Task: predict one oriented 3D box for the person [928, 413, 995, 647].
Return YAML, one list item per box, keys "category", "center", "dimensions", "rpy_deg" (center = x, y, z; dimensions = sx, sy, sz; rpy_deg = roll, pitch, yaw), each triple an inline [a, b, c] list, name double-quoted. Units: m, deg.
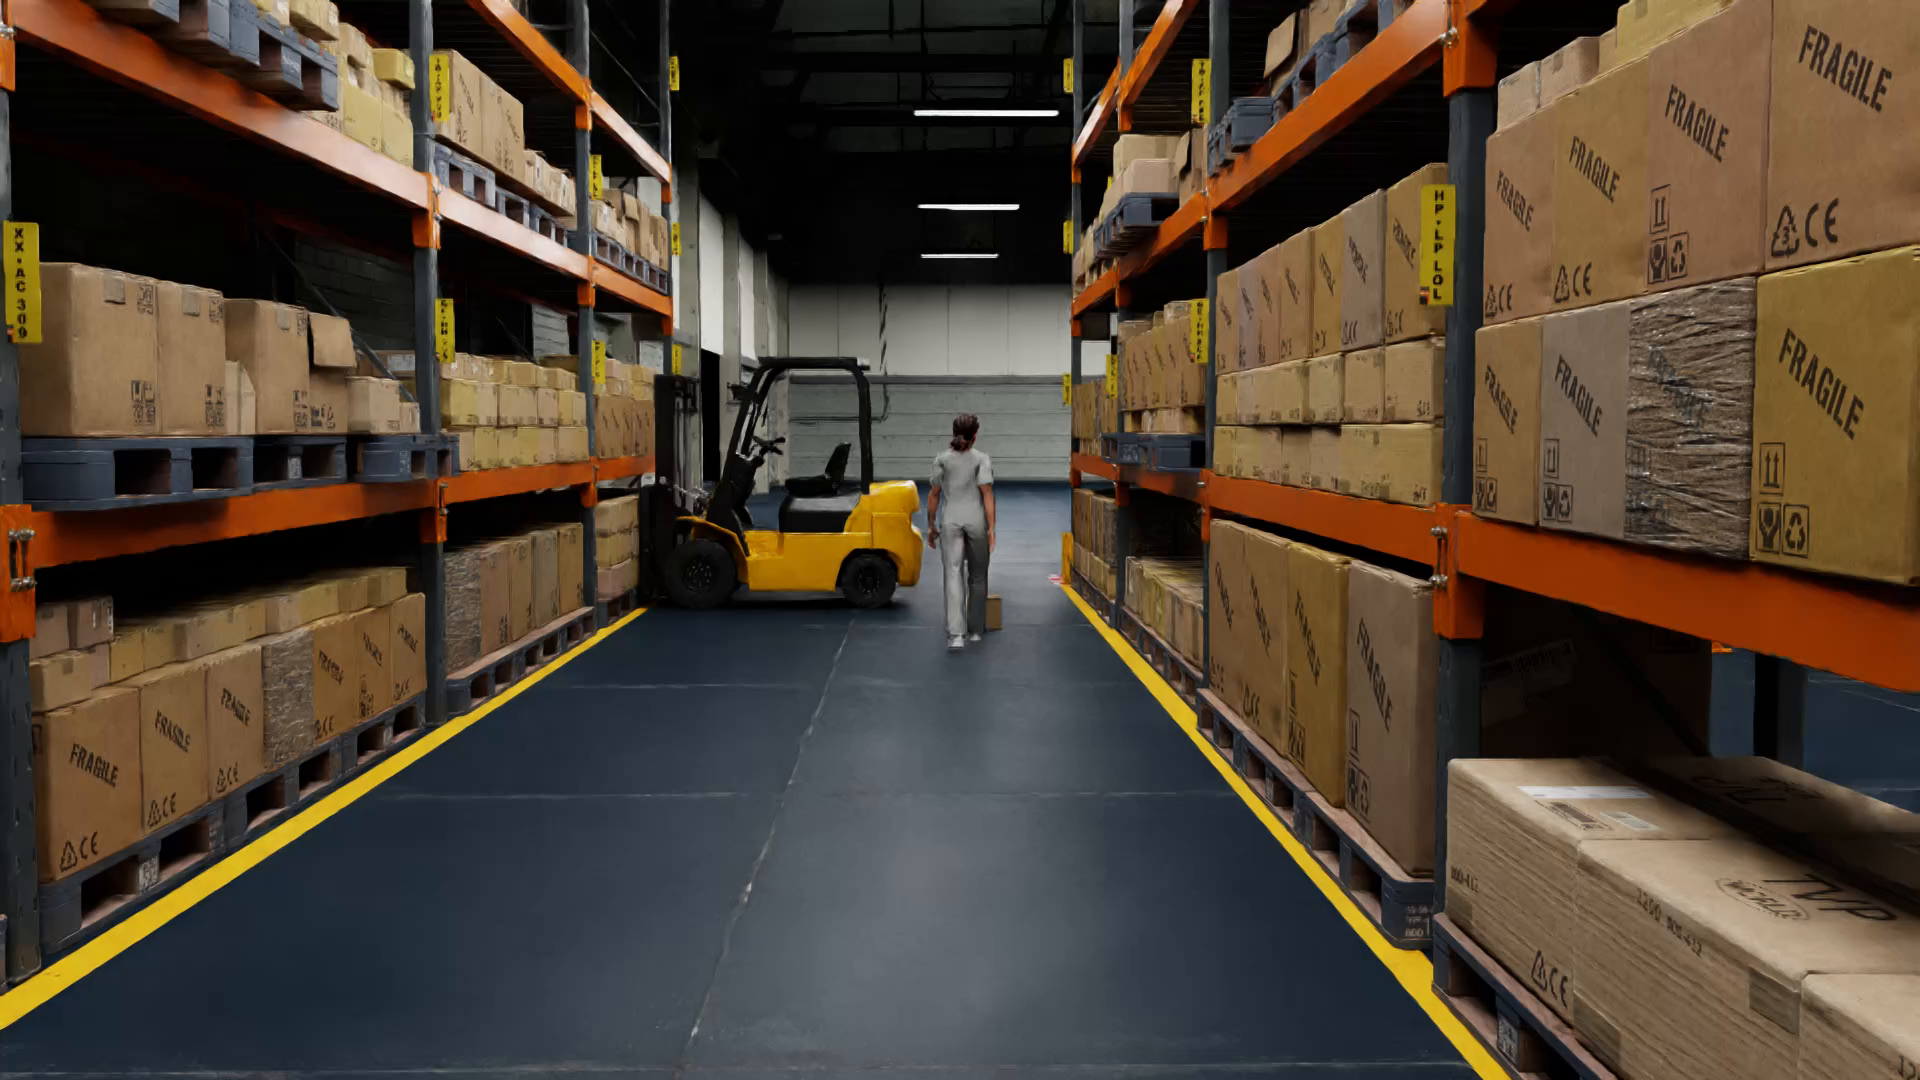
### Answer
- category: "person"
  center: [0.014, -0.078, 11.711]
  dimensions: [0.499, 1.629, 0.931]
  rpy_deg: [0, 4, 6]
